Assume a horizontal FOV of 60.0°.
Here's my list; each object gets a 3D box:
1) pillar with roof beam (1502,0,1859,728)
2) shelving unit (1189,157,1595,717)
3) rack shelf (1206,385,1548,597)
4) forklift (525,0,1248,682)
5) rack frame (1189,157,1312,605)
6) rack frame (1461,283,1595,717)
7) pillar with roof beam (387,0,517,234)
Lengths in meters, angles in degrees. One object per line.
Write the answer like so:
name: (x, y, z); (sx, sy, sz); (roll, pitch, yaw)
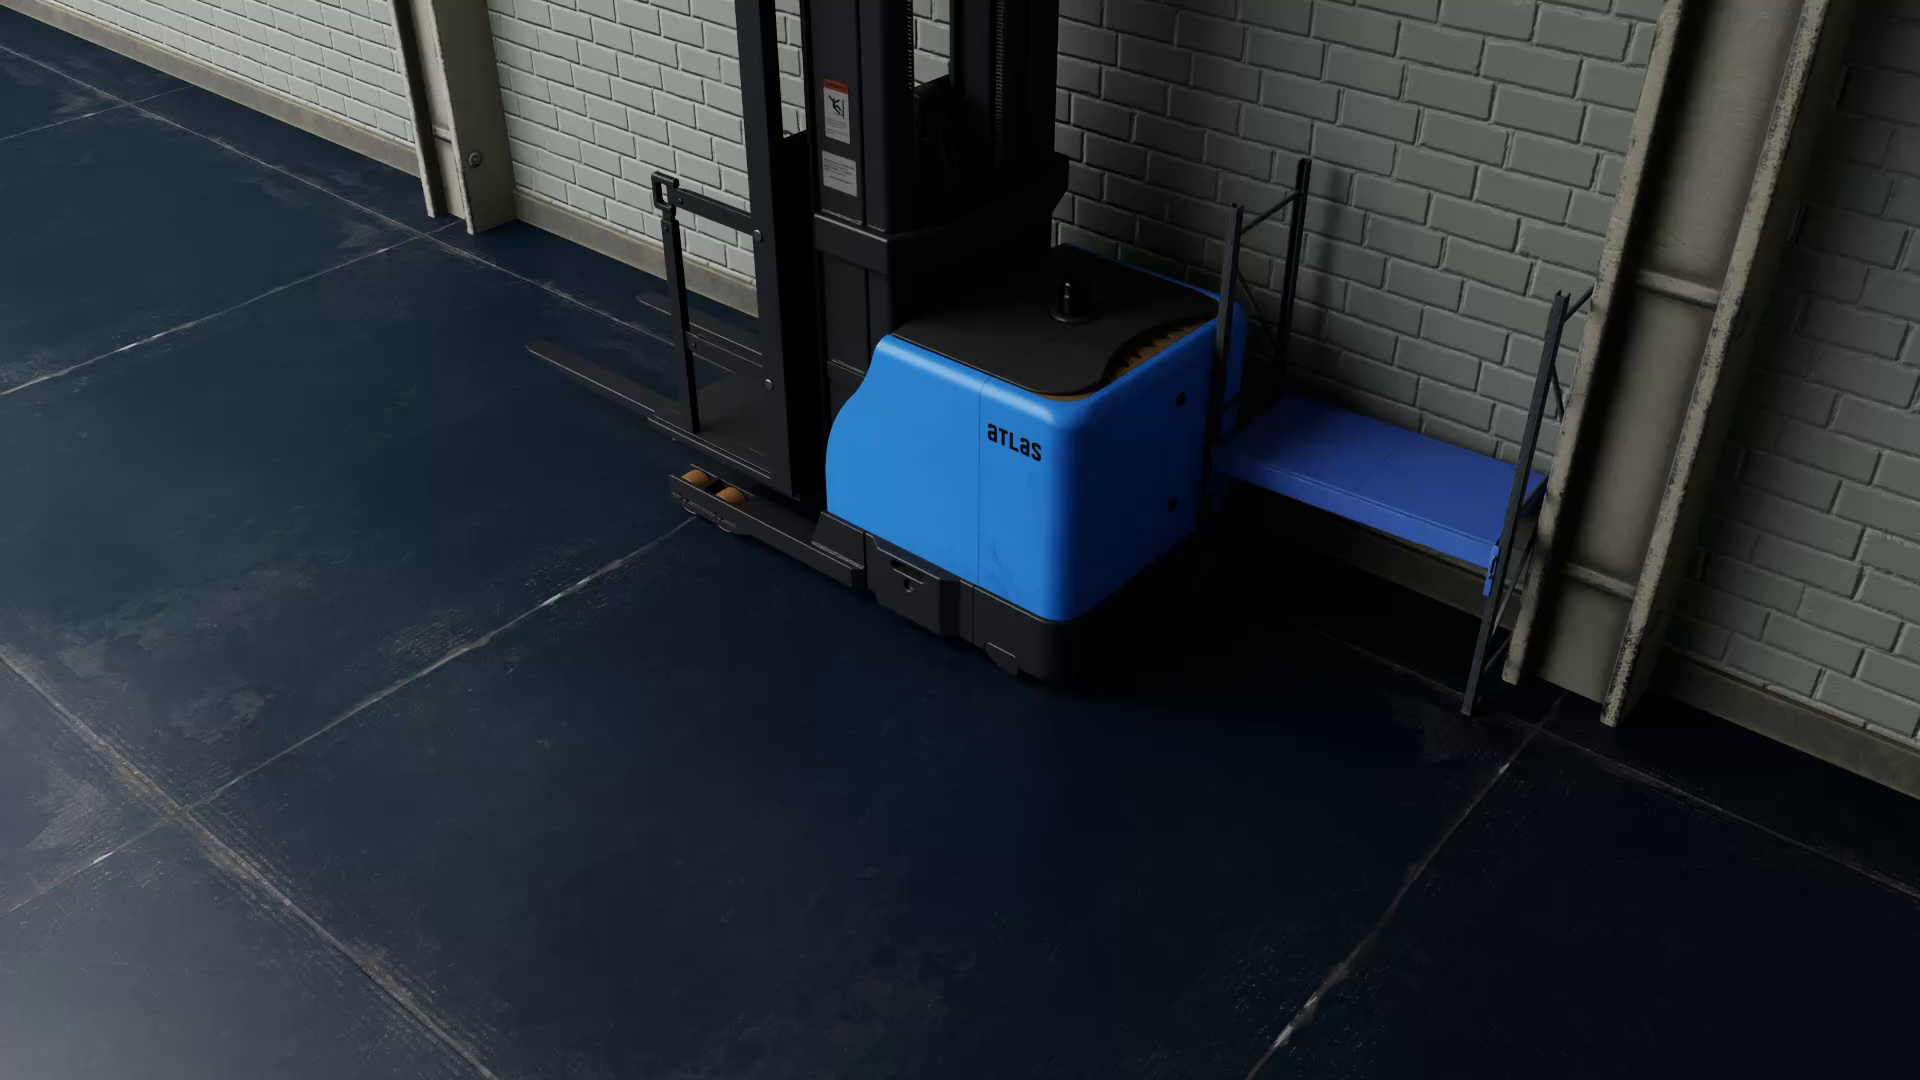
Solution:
pillar with roof beam: (-0.691, -1.367, 0.292); (0.400, 9.000, 9.100); (25, 42, 32)
shelving unit: (1.387, -0.334, 5.404); (1.048, 1.500, 0.538); (23, 41, 29)
rack shelf: (1.387, -0.186, 5.506); (1.000, 0.185, 0.538); (23, 41, 29)
forklift: (-0.480, -1.439, 5.757); (3.031, 2.935, 1.130); (26, 42, 32)
rack frame: (0.979, -0.507, 5.654); (0.032, 1.500, 0.500); (23, 41, 29)
rack frame: (1.795, -0.162, 5.154); (0.032, 1.500, 0.500); (23, 41, 29)
pillar with roof beam: (-5.302, -3.540, 3.456); (0.400, 9.000, 9.100); (25, 42, 32)
